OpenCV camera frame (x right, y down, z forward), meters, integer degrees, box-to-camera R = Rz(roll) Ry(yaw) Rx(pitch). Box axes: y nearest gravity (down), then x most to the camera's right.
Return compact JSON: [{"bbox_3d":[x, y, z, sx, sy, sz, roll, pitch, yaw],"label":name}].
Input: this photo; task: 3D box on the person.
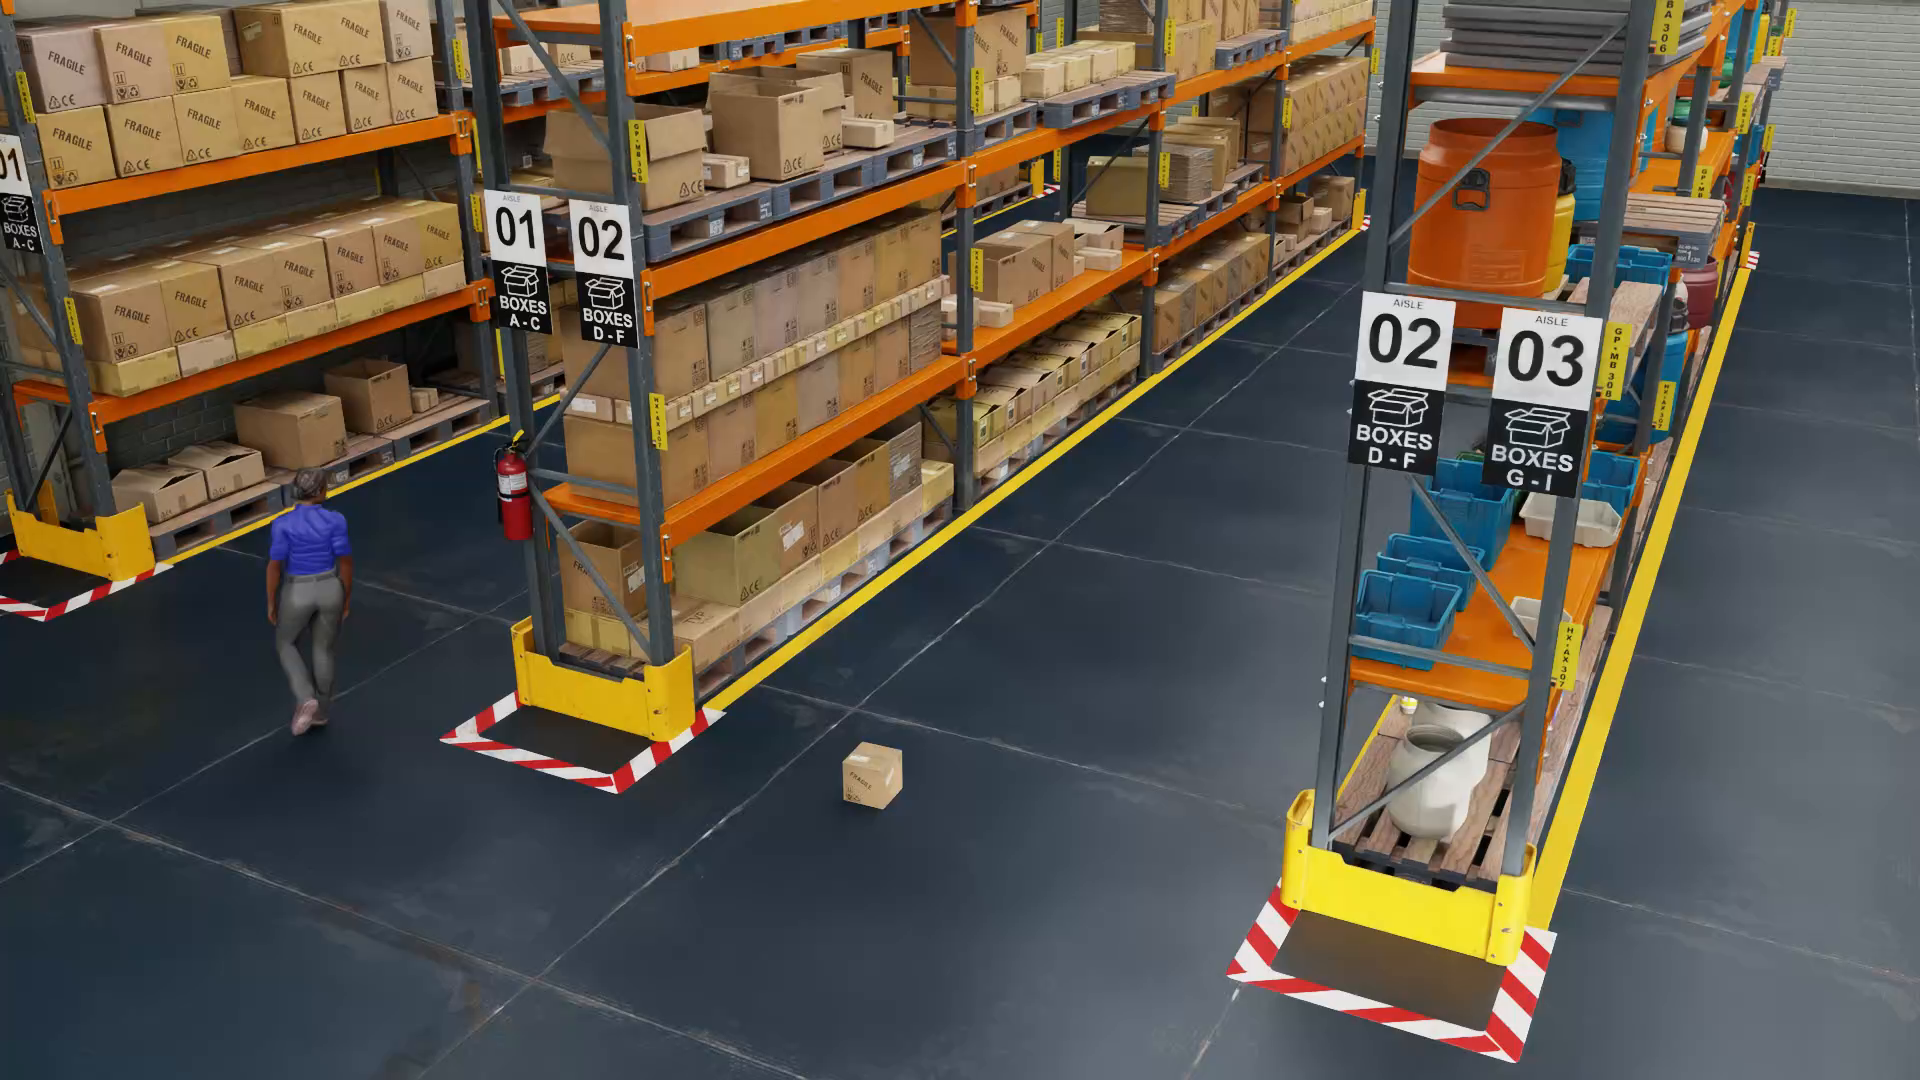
[{"bbox_3d":[-3.830,0.356,9.839,0.520,1.636,0.508,-13,26,-28],"label":"person"}]
